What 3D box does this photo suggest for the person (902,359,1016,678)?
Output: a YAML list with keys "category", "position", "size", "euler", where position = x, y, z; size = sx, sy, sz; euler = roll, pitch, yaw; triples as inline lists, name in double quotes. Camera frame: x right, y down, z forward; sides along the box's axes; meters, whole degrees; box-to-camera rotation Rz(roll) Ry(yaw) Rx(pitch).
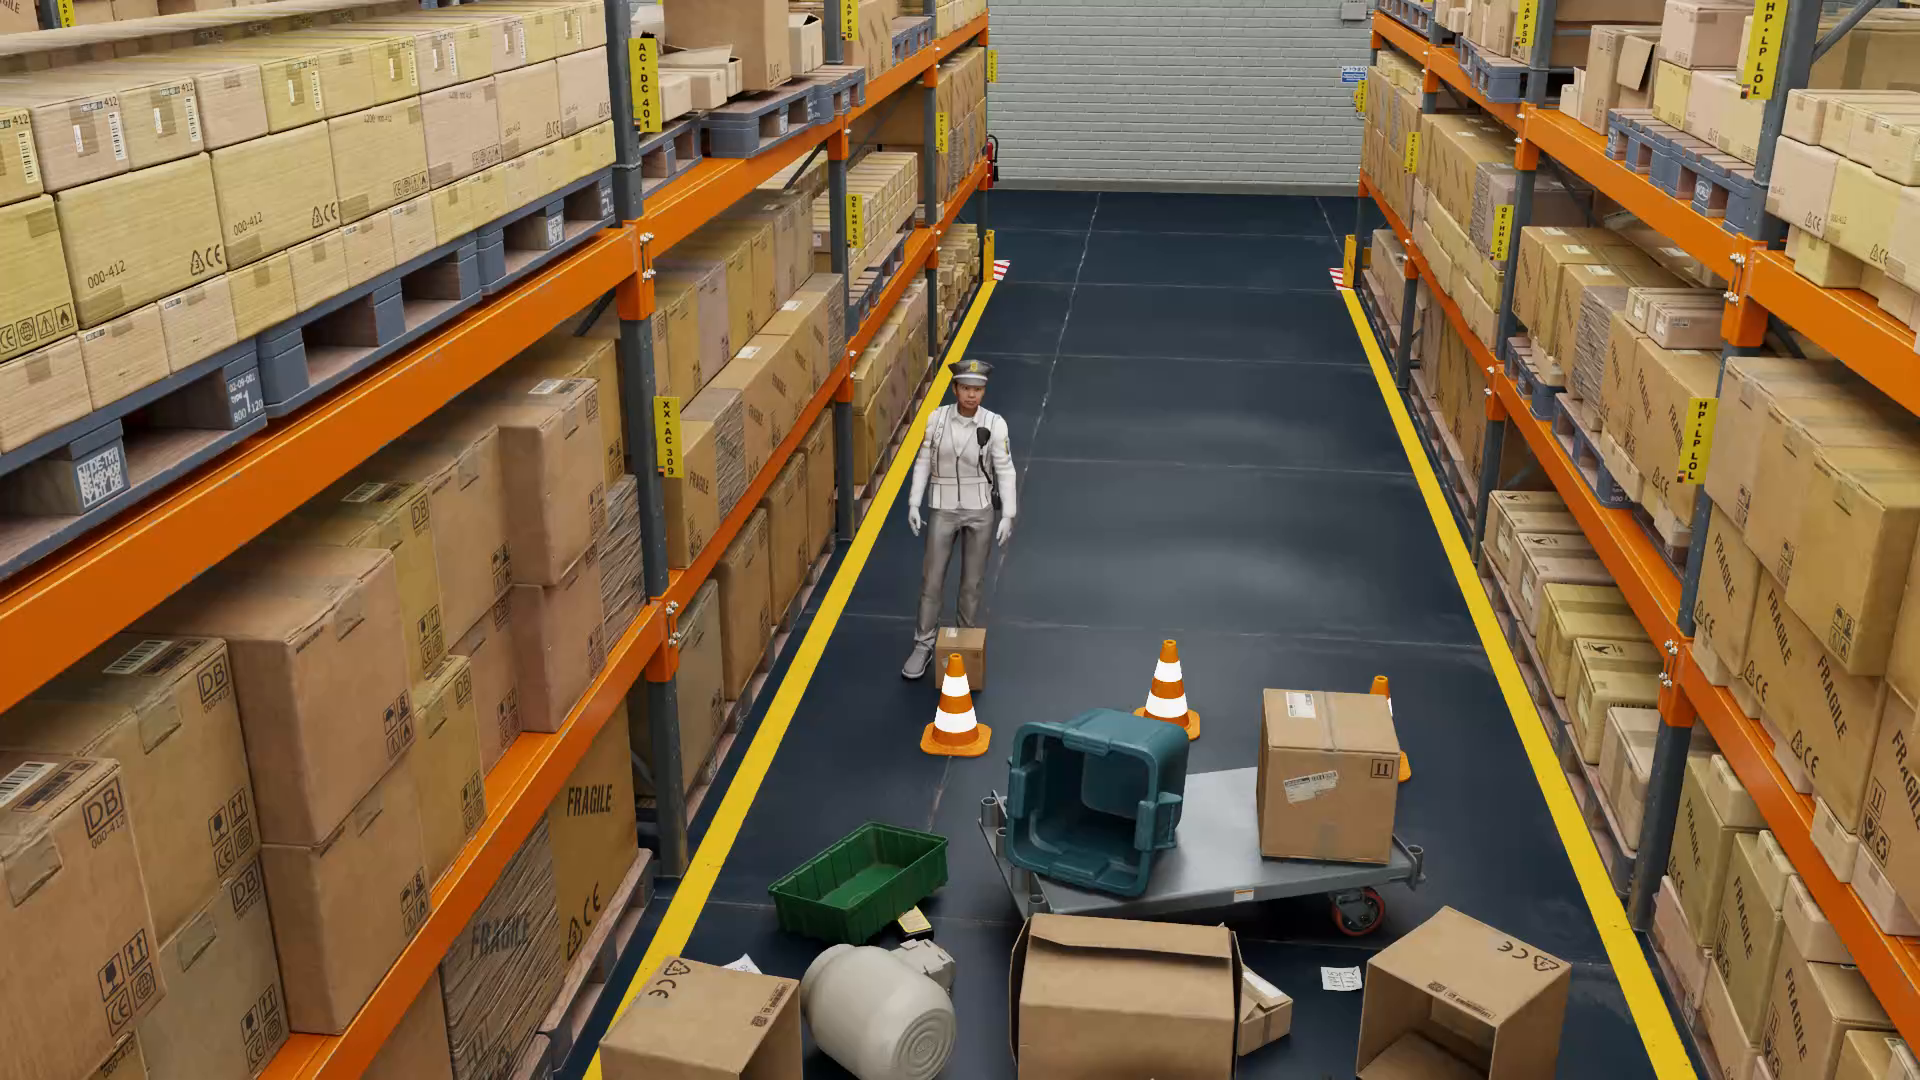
- category: "person"
  position: [0.002, -0.121, 8.824]
  size: [0.588, 1.696, 0.532]
  euler: [3, 21, 6]
